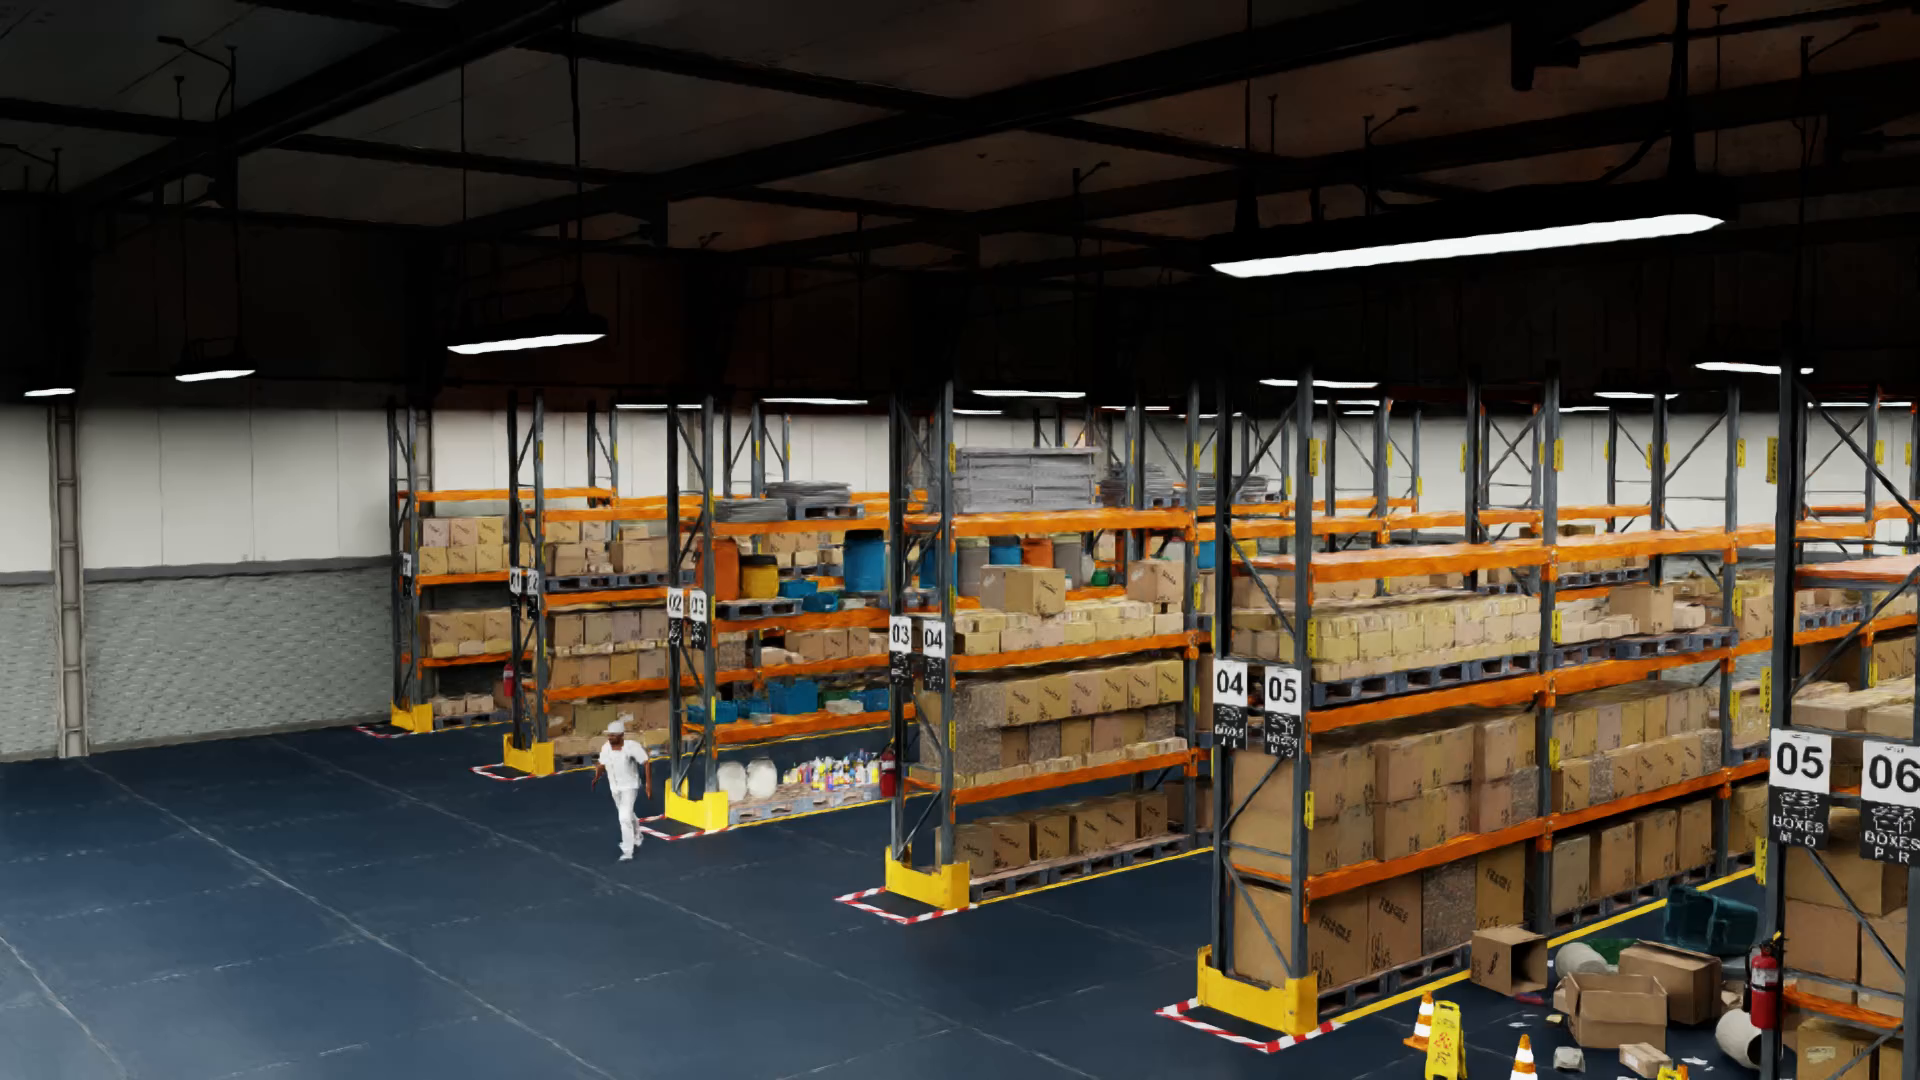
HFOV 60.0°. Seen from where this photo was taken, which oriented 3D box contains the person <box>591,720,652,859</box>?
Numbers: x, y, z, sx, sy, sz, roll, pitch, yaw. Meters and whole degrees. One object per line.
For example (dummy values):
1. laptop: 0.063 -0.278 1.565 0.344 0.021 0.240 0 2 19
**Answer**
1. person: -4.200 3.092 20.851 0.708 1.702 0.843 2 4 33
